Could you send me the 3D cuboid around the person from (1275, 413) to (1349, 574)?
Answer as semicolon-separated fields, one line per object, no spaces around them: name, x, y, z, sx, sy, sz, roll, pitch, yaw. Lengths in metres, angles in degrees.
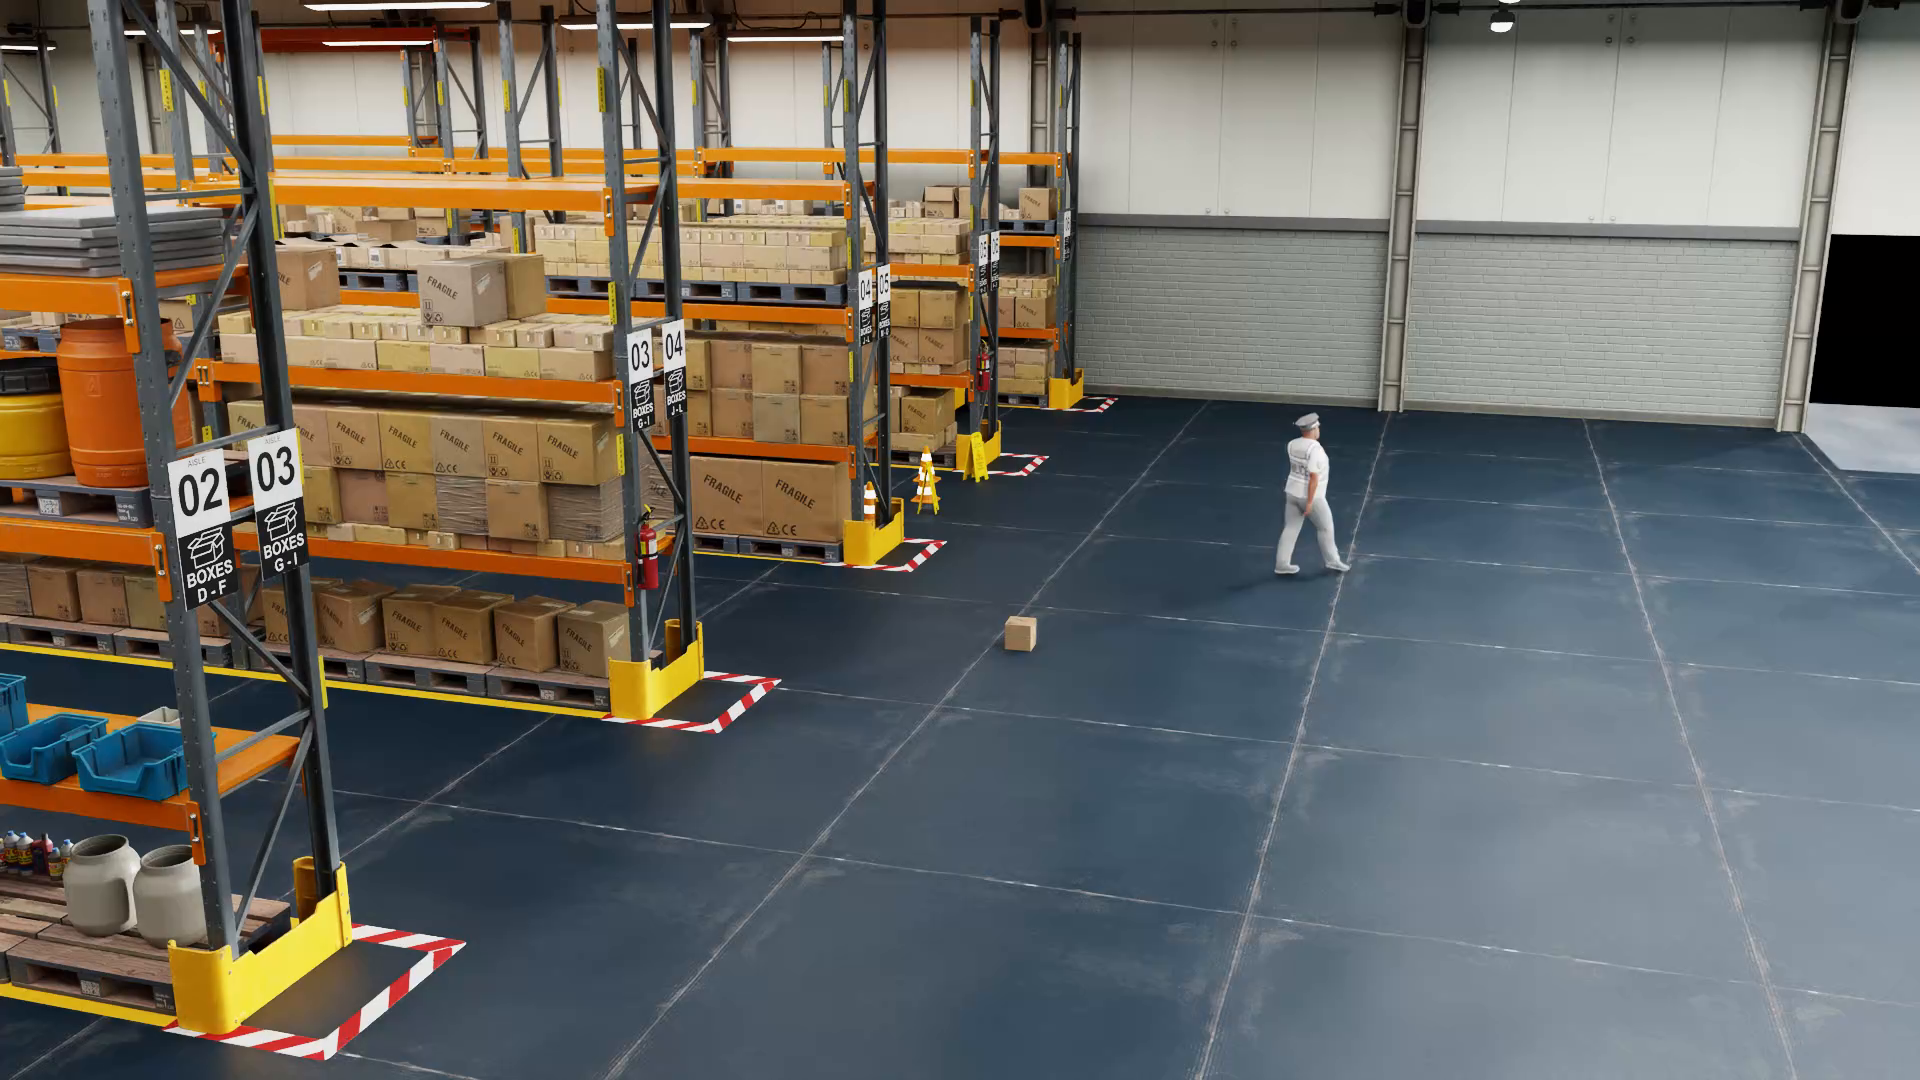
person;3.789;-0.500;17.825;0.903;1.767;0.529;-10;18;-33
